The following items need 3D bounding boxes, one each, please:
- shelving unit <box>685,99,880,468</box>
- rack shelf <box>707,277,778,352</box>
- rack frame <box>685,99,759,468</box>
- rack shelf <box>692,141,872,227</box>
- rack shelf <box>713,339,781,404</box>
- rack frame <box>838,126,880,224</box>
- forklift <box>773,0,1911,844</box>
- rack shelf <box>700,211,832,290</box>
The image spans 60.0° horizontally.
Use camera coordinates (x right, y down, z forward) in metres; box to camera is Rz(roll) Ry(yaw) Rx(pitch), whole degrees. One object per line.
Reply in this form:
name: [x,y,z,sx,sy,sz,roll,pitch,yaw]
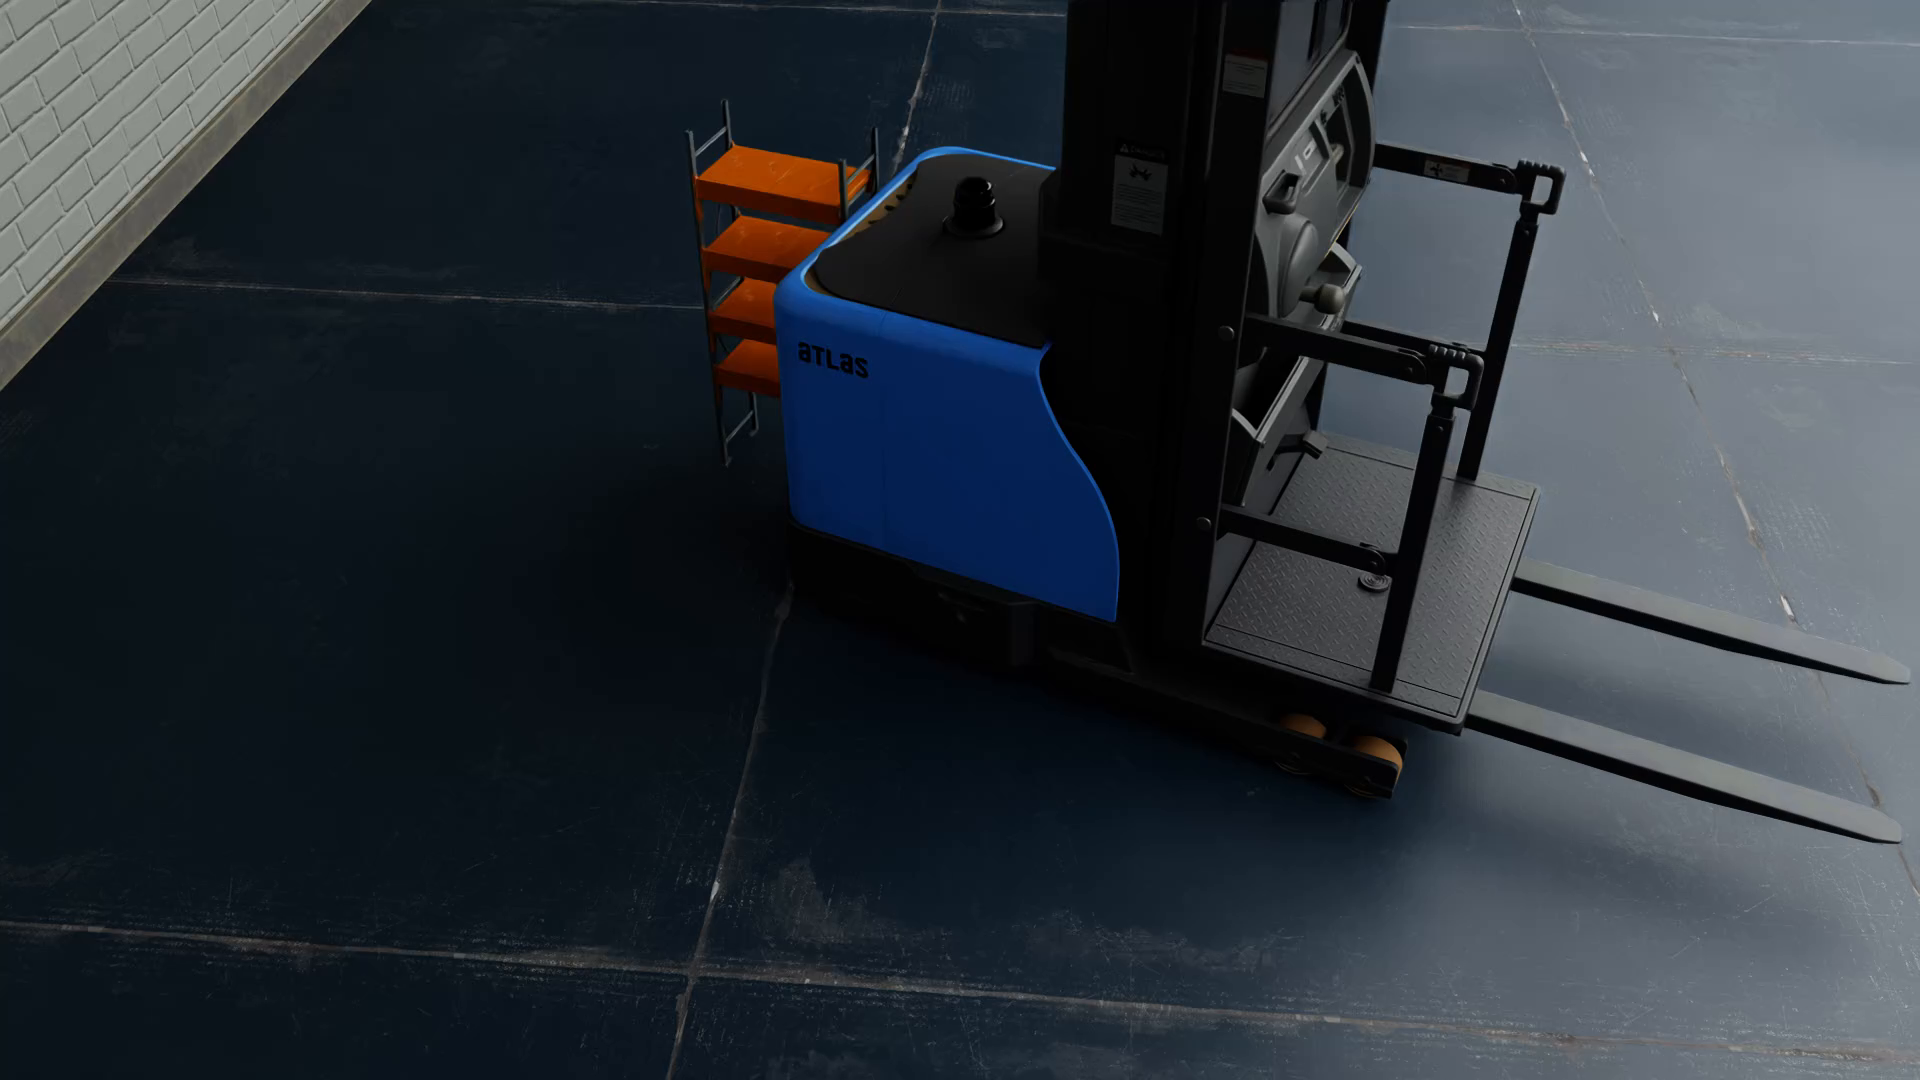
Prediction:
shelving unit: [-0.517,-0.722,5.186,0.503,1.200,0.258,14,41,17]
rack shelf: [-0.517,-0.669,5.228,0.480,0.148,0.258,14,41,17]
rack frame: [-0.743,-0.779,5.256,0.015,1.200,0.240,14,41,17]
rack shelf: [-0.517,-1.026,4.938,0.480,0.148,0.258,14,41,17]
rack shelf: [-0.517,-0.515,5.354,0.480,0.148,0.258,14,41,17]
rack frame: [-0.290,-0.664,5.116,0.015,1.200,0.240,14,41,17]
forklift: [1.045,-0.838,3.958,3.031,2.935,1.130,17,42,20]
rack shelf: [-0.517,-0.843,5.087,0.480,0.148,0.258,14,41,17]
